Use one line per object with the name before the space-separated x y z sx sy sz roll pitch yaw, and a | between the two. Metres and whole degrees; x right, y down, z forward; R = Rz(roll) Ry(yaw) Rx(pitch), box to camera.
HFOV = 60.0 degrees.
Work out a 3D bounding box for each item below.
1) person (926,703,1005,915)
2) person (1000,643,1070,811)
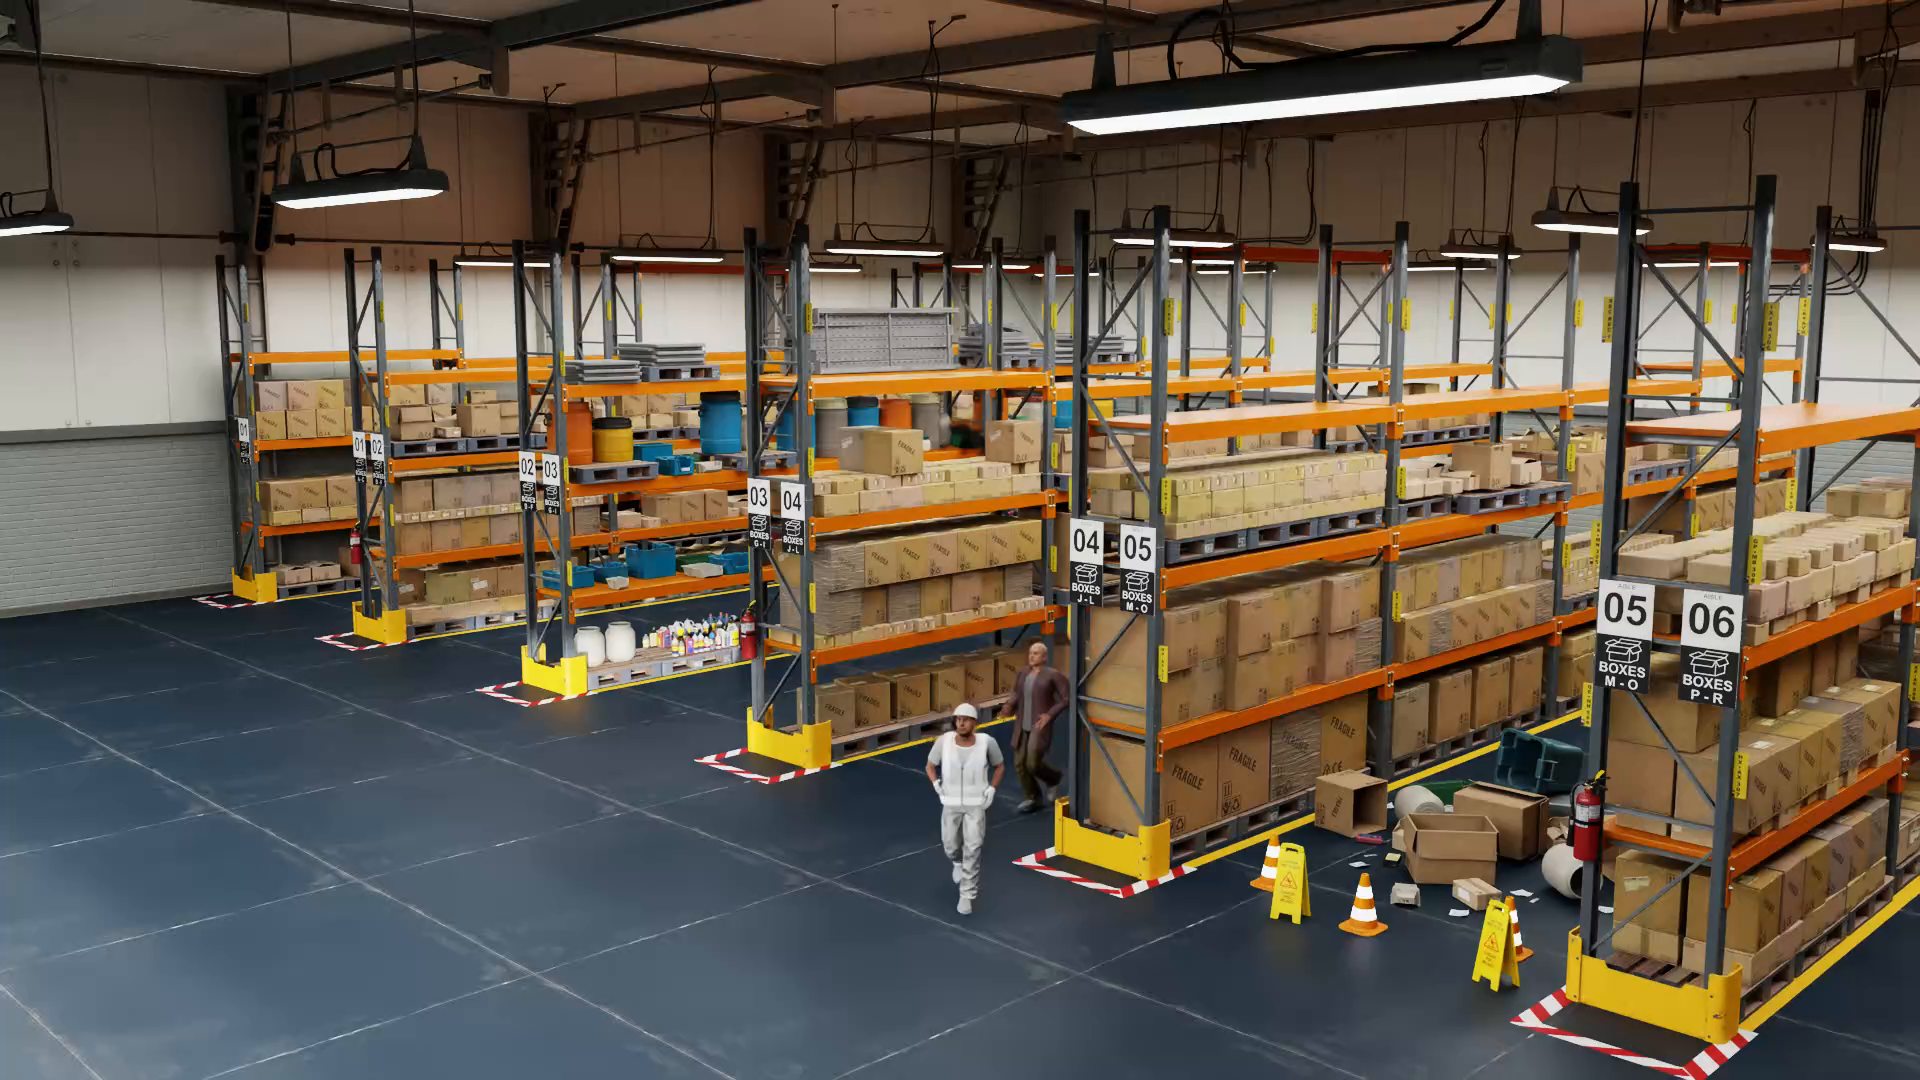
person | 0.034 2.279 14.406 0.681 1.773 0.727 1 8 9
person | 0.765 1.907 17.013 0.708 1.729 0.664 7 10 39
